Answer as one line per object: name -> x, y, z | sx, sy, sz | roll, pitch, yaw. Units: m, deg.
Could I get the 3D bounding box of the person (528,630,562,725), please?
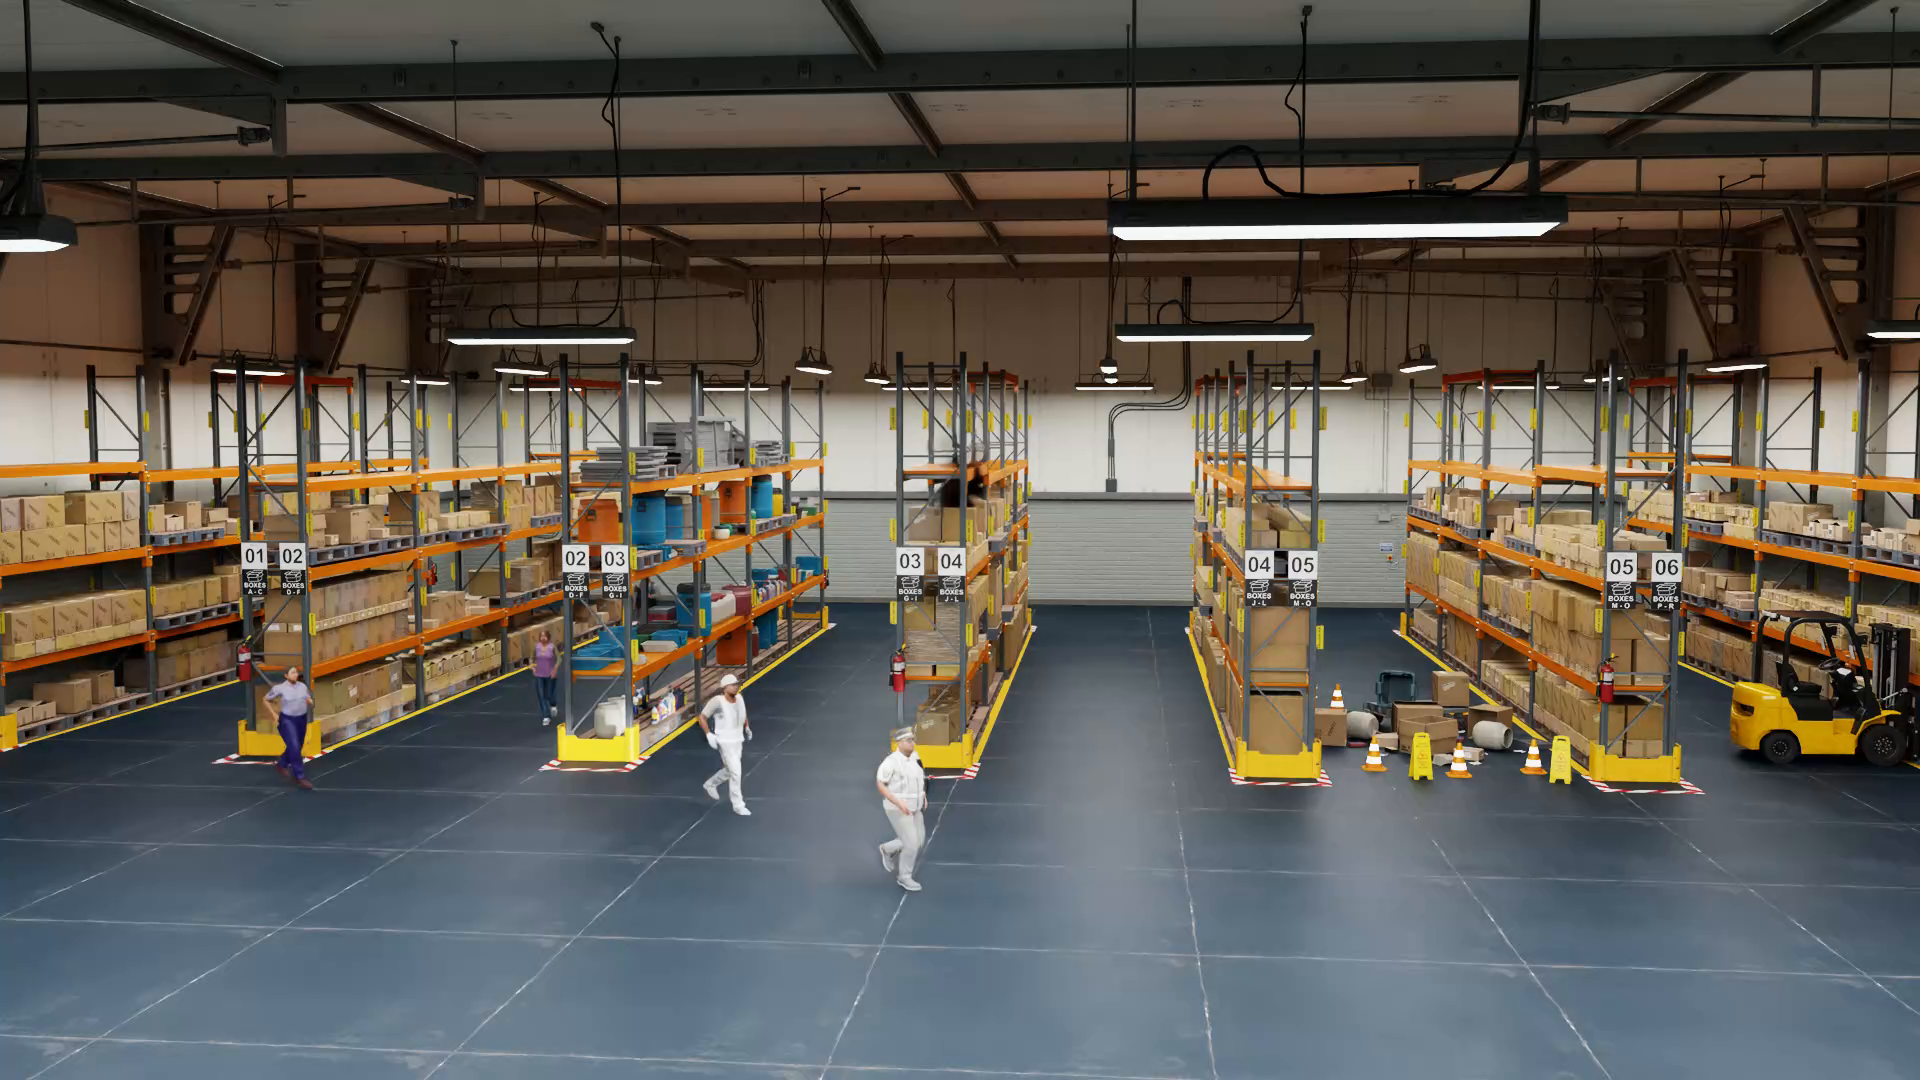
person -> -6.892, 2.265, 27.636 | 0.549, 1.572, 0.542 | 0, 4, -3

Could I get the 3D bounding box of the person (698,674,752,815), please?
person -> -3.018, 2.625, 21.411 | 0.893, 1.818, 0.697 | 3, 5, 34

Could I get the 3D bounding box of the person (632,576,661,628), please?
person -> -6.884, 1.550, 36.489 | 0.628, 1.784, 0.776 | -1, 4, -10

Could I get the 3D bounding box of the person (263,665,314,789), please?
person -> -9.161, 2.539, 22.848 | 0.898, 1.650, 0.600 | 2, 5, 29

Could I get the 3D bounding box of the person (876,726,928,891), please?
person -> -0.656, 2.863, 17.971 | 0.662, 1.747, 0.690 | 3, 5, 35
